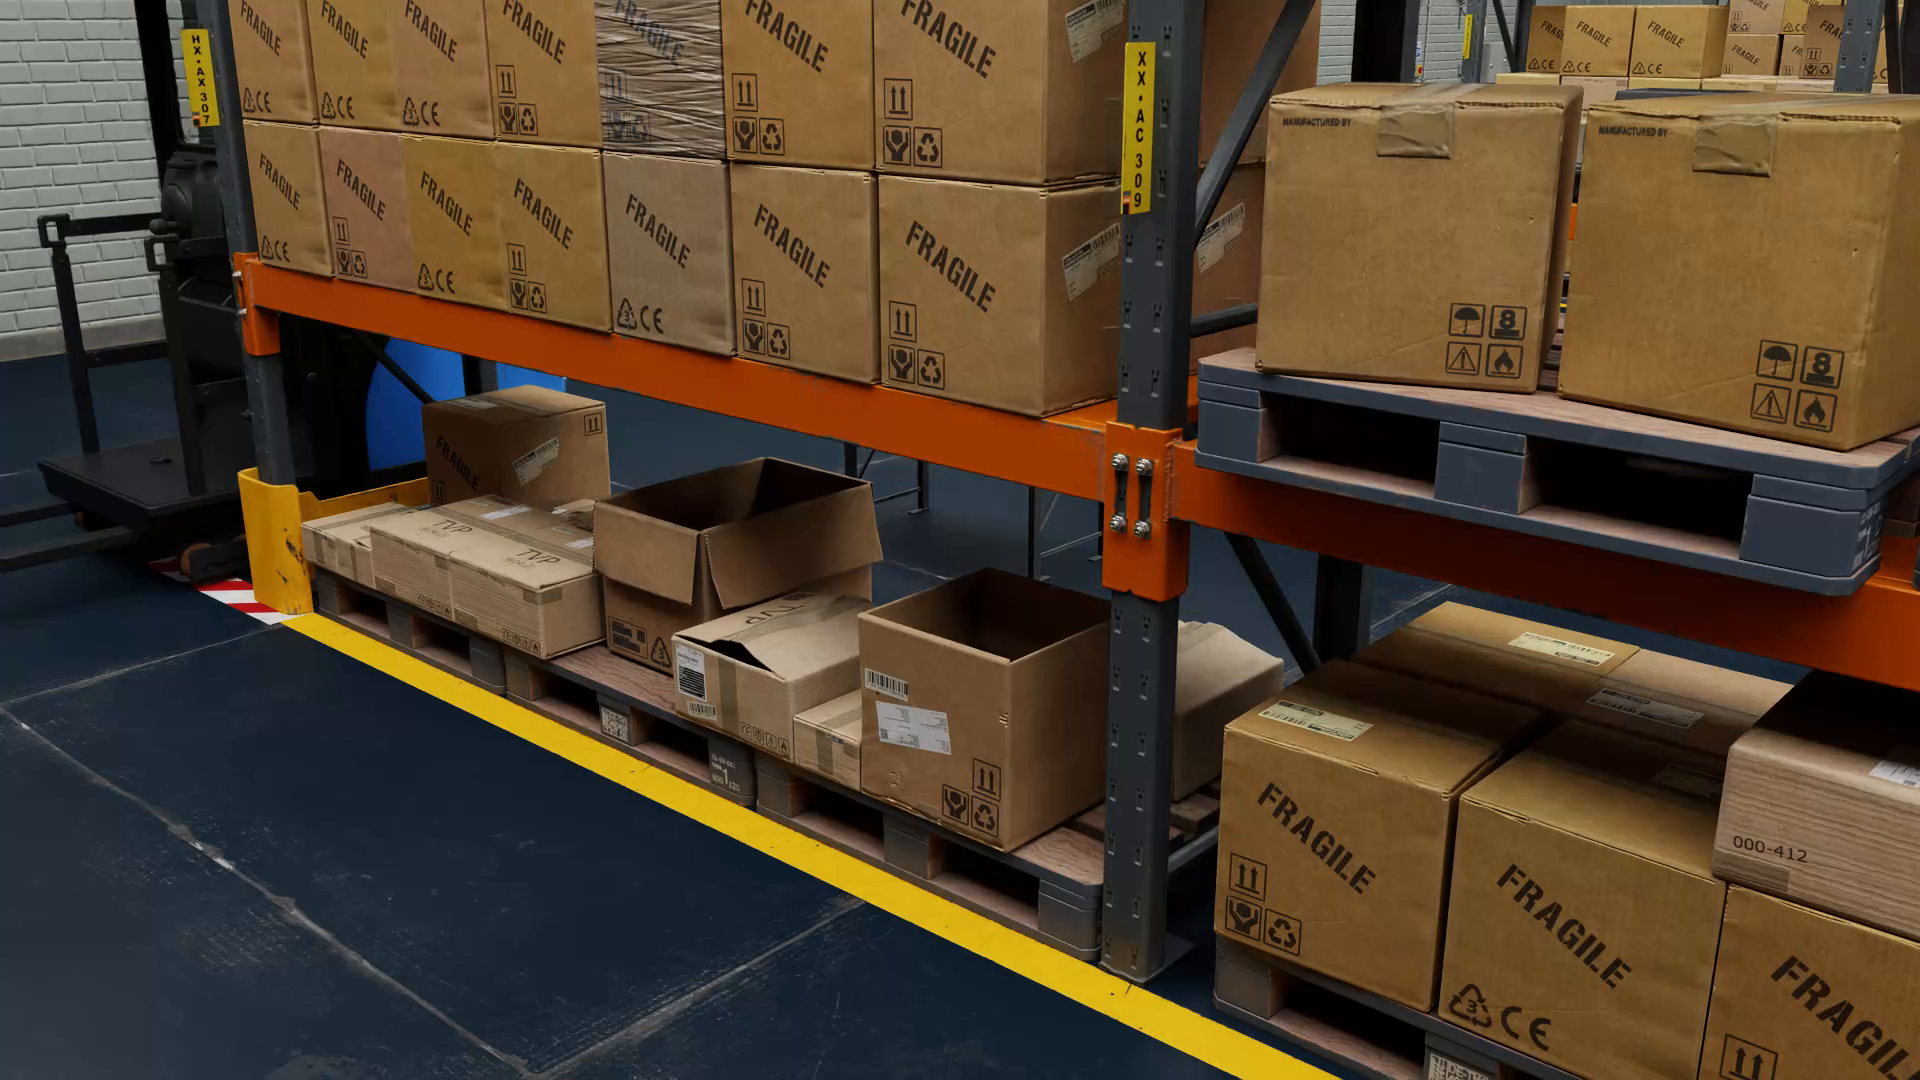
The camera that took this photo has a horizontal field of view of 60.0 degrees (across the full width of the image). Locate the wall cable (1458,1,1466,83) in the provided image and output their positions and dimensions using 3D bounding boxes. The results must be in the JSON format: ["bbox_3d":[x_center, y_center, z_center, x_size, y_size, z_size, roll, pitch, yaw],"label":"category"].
[{"bbox_3d":[7.570,-7.739,24.857,0.122,1.984,0.588,15,23,39],"label":"wall cable"}]

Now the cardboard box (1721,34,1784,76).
[{"bbox_3d":[7.813,-4.701,16.308,0.500,0.500,0.500,16,24,42],"label":"cardboard box"}]

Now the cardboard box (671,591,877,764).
[{"bbox_3d":[-0.470,0.353,4.759,0.500,0.311,0.500,15,23,39],"label":"cardboard box"}]

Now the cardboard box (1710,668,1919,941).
[{"bbox_3d":[1.654,0.459,2.872,0.500,0.250,0.500,15,23,39],"label":"cardboard box"}]

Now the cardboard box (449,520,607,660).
[{"bbox_3d":[-1.320,0.153,5.488,0.500,0.250,0.500,15,23,39],"label":"cardboard box"}]

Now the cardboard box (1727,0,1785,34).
[{"bbox_3d":[7.820,-5.180,16.164,0.500,0.500,0.500,15,23,39],"label":"cardboard box"}]

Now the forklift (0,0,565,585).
[{"bbox_3d":[-3.165,-1.391,6.648,1.130,2.935,3.031,15,23,39],"label":"forklift"}]

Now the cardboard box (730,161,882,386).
[{"bbox_3d":[-0.225,-0.712,4.230,0.500,0.500,0.500,16,24,41],"label":"cardboard box"}]

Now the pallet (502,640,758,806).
[{"bbox_3d":[-0.724,0.428,5.415,1.213,0.211,1.003,15,23,39],"label":"pallet"}]

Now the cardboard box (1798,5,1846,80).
[{"bbox_3d":[6.340,-3.545,11.839,0.500,0.500,0.500,14,22,38],"label":"cardboard box"}]

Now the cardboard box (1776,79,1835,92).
[{"bbox_3d":[6.009,-3.064,11.565,0.500,0.250,0.500,16,23,40],"label":"cardboard box"}]

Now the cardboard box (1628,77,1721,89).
[{"bbox_3d":[5.239,-3.270,12.214,0.500,0.250,0.500,14,22,37],"label":"cardboard box"}]

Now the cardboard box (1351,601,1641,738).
[{"bbox_3d":[1.265,0.498,3.990,0.500,0.500,0.500,15,23,39],"label":"cardboard box"}]

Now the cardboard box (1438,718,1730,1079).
[{"bbox_3d":[1.312,0.720,3.289,0.500,0.500,0.500,15,23,40],"label":"cardboard box"}]

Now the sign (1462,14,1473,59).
[{"bbox_3d":[3.919,-3.888,12.842,0.005,0.325,0.100,15,23,39],"label":"sign"}]

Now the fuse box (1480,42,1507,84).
[{"bbox_3d":[8.141,-6.763,25.593,0.414,1.711,0.539,15,23,39],"label":"fuse box"}]

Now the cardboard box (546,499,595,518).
[{"bbox_3d":[-1.473,-0.026,6.190,0.250,0.166,0.380,15,23,39],"label":"cardboard box"}]

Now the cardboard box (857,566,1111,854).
[{"bbox_3d":[0.091,0.413,4.256,0.500,0.500,0.500,15,23,39],"label":"cardboard box"}]

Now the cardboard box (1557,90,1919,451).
[{"bbox_3d":[1.468,-0.497,2.859,0.700,0.500,0.500,-14,22,-37],"label":"cardboard box"}]

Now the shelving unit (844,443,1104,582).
[{"bbox_3d":[0.064,-0.698,6.831,1.048,1.500,0.538,15,23,39],"label":"shelving unit"}]

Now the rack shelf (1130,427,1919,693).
[{"bbox_3d":[2.202,0.226,2.630,4.000,0.370,1.077,15,23,39],"label":"rack shelf"}]

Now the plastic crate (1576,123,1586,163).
[{"bbox_3d":[2.977,-1.959,8.422,0.530,0.282,0.437,15,23,39],"label":"plastic crate"}]

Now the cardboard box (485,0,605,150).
[{"bbox_3d":[-0.982,-1.390,4.716,0.500,0.500,0.500,15,23,39],"label":"cardboard box"}]

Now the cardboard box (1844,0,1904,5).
[{"bbox_3d":[8.576,-4.970,15.505,0.500,0.500,0.500,14,23,38],"label":"cardboard box"}]

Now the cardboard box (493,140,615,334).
[{"bbox_3d":[-0.993,-0.916,4.874,0.500,0.500,0.500,15,23,40],"label":"cardboard box"}]

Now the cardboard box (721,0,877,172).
[{"bbox_3d":[-0.229,-1.188,4.078,0.500,0.500,0.500,14,23,38],"label":"cardboard box"}]

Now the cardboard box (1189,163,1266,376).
[{"bbox_3d":[0.505,-0.730,4.288,0.500,0.500,0.500,16,23,41],"label":"cardboard box"}]

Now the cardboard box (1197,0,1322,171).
[{"bbox_3d":[0.540,-1.201,4.119,0.500,0.500,0.500,16,23,41],"label":"cardboard box"}]

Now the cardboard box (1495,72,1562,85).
[{"bbox_3d":[4.472,-3.475,12.859,0.500,0.250,0.500,14,23,38],"label":"cardboard box"}]

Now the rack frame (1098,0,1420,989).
[{"bbox_3d":[0.706,-0.518,3.786,0.127,3.000,1.000,15,23,39],"label":"rack frame"}]

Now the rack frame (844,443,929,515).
[{"bbox_3d":[-0.316,-0.800,7.152,0.032,1.500,0.500,15,23,39],"label":"rack frame"}]

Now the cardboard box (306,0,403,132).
[{"bbox_3d":[-1.733,-1.594,5.357,0.500,0.500,0.500,15,23,40],"label":"cardboard box"}]

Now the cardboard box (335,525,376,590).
[{"bbox_3d":[-2.014,0.031,6.011,0.250,0.166,0.380,15,23,39],"label":"cardboard box"}]

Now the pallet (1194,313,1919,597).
[{"bbox_3d":[1.231,-0.242,3.232,1.213,0.211,1.003,15,23,39],"label":"pallet"}]

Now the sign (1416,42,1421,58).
[{"bbox_3d":[6.560,-7.061,23.956,0.001,0.218,0.327,15,23,39],"label":"sign"}]

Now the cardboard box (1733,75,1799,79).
[{"bbox_3d":[5.983,-3.287,12.268,0.500,0.250,0.500,15,23,39],"label":"cardboard box"}]

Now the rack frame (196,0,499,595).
[{"bbox_3d":[-2.286,-1.322,6.317,0.127,3.000,1.000,15,23,39],"label":"rack frame"}]

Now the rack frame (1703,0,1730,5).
[{"bbox_3d":[7.660,-4.664,16.849,0.127,3.000,1.000,15,23,39],"label":"rack frame"}]

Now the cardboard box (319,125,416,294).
[{"bbox_3d":[-1.740,-1.118,5.511,0.500,0.500,0.500,15,23,39],"label":"cardboard box"}]

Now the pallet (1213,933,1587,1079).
[{"bbox_3d":[1.339,0.966,3.721,1.213,0.211,1.003,15,23,39],"label":"pallet"}]

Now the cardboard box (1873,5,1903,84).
[{"bbox_3d":[6.391,-3.320,11.131,0.500,0.500,0.500,15,23,40],"label":"cardboard box"}]

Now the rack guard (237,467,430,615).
[{"bbox_3d":[-2.229,-0.115,6.647,0.348,0.500,1.175,15,23,39],"label":"rack guard"}]

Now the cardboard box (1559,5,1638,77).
[{"bbox_3d":[4.846,-3.732,12.429,0.500,0.500,0.500,14,23,38],"label":"cardboard box"}]

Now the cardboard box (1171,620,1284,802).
[{"bbox_3d":[0.535,0.420,4.546,0.500,0.311,0.500,15,23,39],"label":"cardboard box"}]
